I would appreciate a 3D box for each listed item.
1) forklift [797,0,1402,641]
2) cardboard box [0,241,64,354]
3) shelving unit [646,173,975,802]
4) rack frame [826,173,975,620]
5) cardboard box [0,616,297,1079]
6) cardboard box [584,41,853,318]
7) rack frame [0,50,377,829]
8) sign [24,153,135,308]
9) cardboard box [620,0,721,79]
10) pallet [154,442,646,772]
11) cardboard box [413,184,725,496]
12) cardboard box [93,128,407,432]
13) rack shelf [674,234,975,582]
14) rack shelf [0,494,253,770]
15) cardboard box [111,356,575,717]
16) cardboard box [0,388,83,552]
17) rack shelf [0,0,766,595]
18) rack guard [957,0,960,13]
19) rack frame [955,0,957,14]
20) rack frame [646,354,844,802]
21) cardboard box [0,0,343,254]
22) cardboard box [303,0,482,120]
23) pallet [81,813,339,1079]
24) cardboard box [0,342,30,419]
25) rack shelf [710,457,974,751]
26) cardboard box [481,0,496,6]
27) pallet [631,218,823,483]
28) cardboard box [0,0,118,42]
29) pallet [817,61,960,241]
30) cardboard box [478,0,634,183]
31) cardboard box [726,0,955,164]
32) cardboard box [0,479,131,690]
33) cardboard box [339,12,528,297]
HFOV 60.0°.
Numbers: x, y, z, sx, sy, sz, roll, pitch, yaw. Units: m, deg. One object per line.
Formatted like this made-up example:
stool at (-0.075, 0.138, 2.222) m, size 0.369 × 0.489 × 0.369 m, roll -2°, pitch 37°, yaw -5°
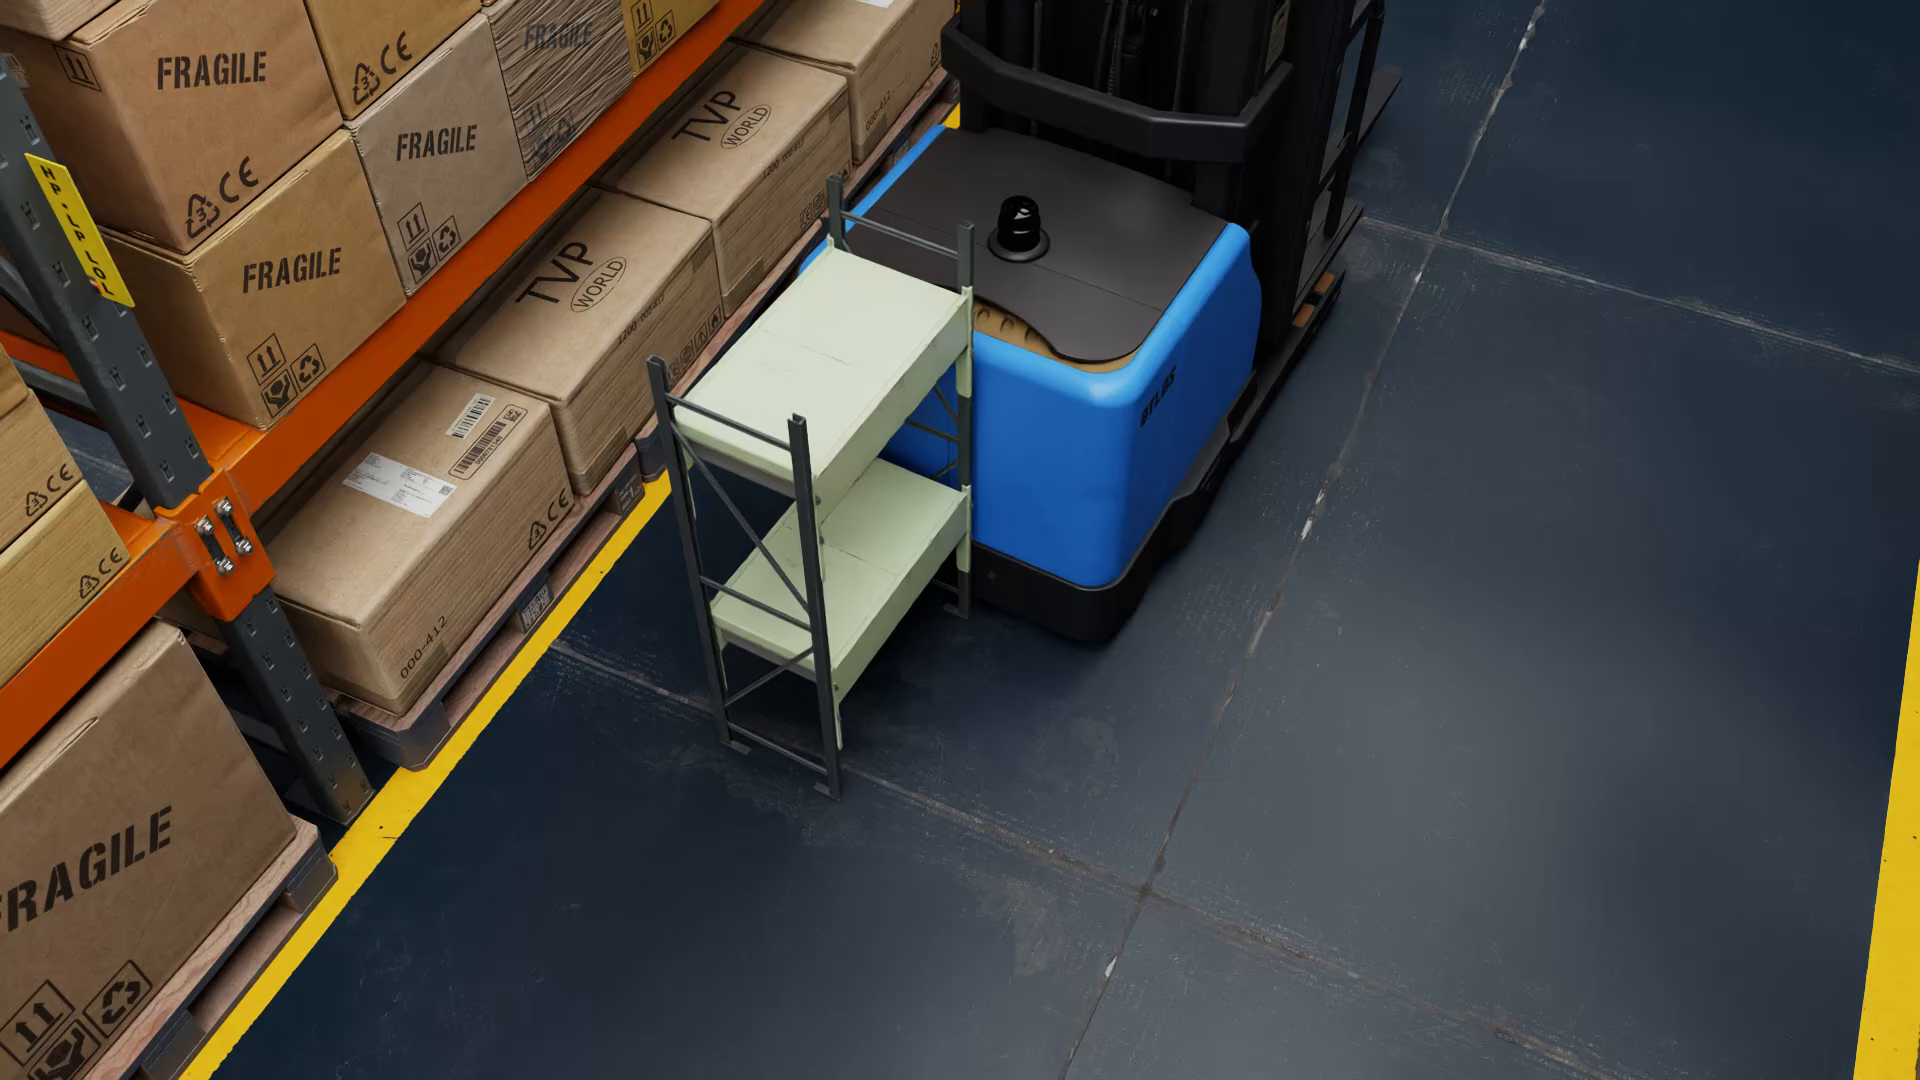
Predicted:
forklift at (0.704, -1.775, 4.836) m, size 1.130 × 2.935 × 3.031 m, roll 23°, pitch 53°, yaw 18°
cardboard box at (-2.142, -0.819, 3.912) m, size 0.500 × 0.500 × 0.500 m, roll 20°, pitch 53°, yaw 16°
shelving unit at (-0.324, -0.081, 4.334) m, size 0.431 × 1.500 × 0.755 m, roll 23°, pitch 53°, yaw 18°
rack frame at (-0.145, -0.324, 4.541) m, size 0.400 × 1.500 × 0.023 m, roll 23°, pitch 53°, yaw 18°
cardboard box at (-2.301, 0.621, 3.871) m, size 0.875 × 0.875 × 0.875 m, roll 21°, pitch 53°, yaw 17°
cardboard box at (-0.975, -1.324, 5.814) m, size 0.875 × 0.438 × 0.875 m, roll 21°, pitch 53°, yaw 17°
rack frame at (-2.109, -0.384, 3.607) m, size 1.000 × 3.000 × 0.127 m, roll 20°, pitch 52°, yaw 16°
sign at (-1.614, -0.564, 3.052) m, size 0.100 × 0.325 × 0.005 m, roll 20°, pitch 52°, yaw 16°
cardboard box at (-1.014, -1.695, 4.657) m, size 0.500 × 0.500 × 0.500 m, roll 21°, pitch 53°, yaw 17°
pallet at (-1.713, 0.021, 5.093) m, size 1.003 × 0.211 × 1.213 m, roll 20°, pitch 52°, yaw 16°
cardboard box at (-1.362, -0.704, 5.286) m, size 0.875 × 0.438 × 0.875 m, roll 18°, pitch 52°, yaw 15°
cardboard box at (-1.672, -0.654, 3.772) m, size 0.500 × 0.500 × 0.500 m, roll 21°, pitch 53°, yaw 17°
rack shelf at (-0.324, -0.334, 4.037) m, size 0.431 × 0.370 × 0.720 m, roll 23°, pitch 53°, yaw 18°
rack shelf at (-2.963, 1.226, 2.709) m, size 1.077 × 0.370 × 4.000 m, roll 20°, pitch 52°, yaw 16°
cardboard box at (-1.744, -0.087, 4.761) m, size 0.875 × 0.438 × 0.875 m, roll 19°, pitch 52°, yaw 16°
cardboard box at (-2.077, -0.115, 3.148) m, size 0.500 × 0.250 × 0.500 m, roll 20°, pitch 52°, yaw 16°
rack shelf at (-1.254, -1.528, 5.053) m, size 1.077 × 0.370 × 4.000 m, roll 20°, pitch 52°, yaw 16°
rack guard at (-0.390, -2.345, 6.917) m, size 1.175 × 0.500 × 0.348 m, roll 20°, pitch 52°, yaw 16°
rack frame at (-0.400, -3.138, 5.951) m, size 1.000 × 3.000 × 0.127 m, roll 20°, pitch 52°, yaw 16°
rack frame at (-0.503, 0.162, 4.127) m, size 0.400 × 1.500 × 0.023 m, roll 23°, pitch 53°, yaw 18°
cardboard box at (-1.686, -0.990, 3.400) m, size 0.500 × 0.500 × 0.500 m, roll 20°, pitch 53°, yaw 16°
cardboard box at (-1.465, -1.335, 3.695) m, size 0.500 × 0.500 × 0.500 m, roll 19°, pitch 52°, yaw 16°
pallet at (-2.370, 1.075, 4.196) m, size 1.003 × 0.211 × 1.213 m, roll 20°, pitch 52°, yaw 16°
cardboard box at (-2.073, -0.351, 2.857) m, size 0.500 × 0.500 × 0.500 m, roll 21°, pitch 53°, yaw 17°
rack shelf at (-0.324, 0.130, 4.582) m, size 0.431 × 0.370 × 0.720 m, roll 23°, pitch 53°, yaw 18°
cardboard box at (-1.236, -1.684, 3.992) m, size 0.500 × 0.500 × 0.500 m, roll 21°, pitch 53°, yaw 17°
pallet at (-1.193, -0.822, 5.811) m, size 1.003 × 0.211 × 1.213 m, roll 20°, pitch 52°, yaw 16°
cardboard box at (-1.739, -1.084, 3.054) m, size 0.380 × 0.149 × 0.250 m, roll 19°, pitch 52°, yaw 16°
pallet at (-0.671, -1.659, 6.523) m, size 1.003 × 0.211 × 1.213 m, roll 20°, pitch 52°, yaw 16°
cardboard box at (-1.235, -1.340, 4.355) m, size 0.500 × 0.500 × 0.500 m, roll 20°, pitch 53°, yaw 16°
cardboard box at (-0.591, -1.957, 6.352) m, size 0.875 × 0.438 × 0.875 m, roll 18°, pitch 52°, yaw 15°
cardboard box at (-2.072, 0.055, 3.332) m, size 0.500 × 0.250 × 0.500 m, roll 19°, pitch 52°, yaw 15°
cardboard box at (-1.453, -1.000, 4.065) m, size 0.500 × 0.500 × 0.500 m, roll 20°, pitch 53°, yaw 16°
